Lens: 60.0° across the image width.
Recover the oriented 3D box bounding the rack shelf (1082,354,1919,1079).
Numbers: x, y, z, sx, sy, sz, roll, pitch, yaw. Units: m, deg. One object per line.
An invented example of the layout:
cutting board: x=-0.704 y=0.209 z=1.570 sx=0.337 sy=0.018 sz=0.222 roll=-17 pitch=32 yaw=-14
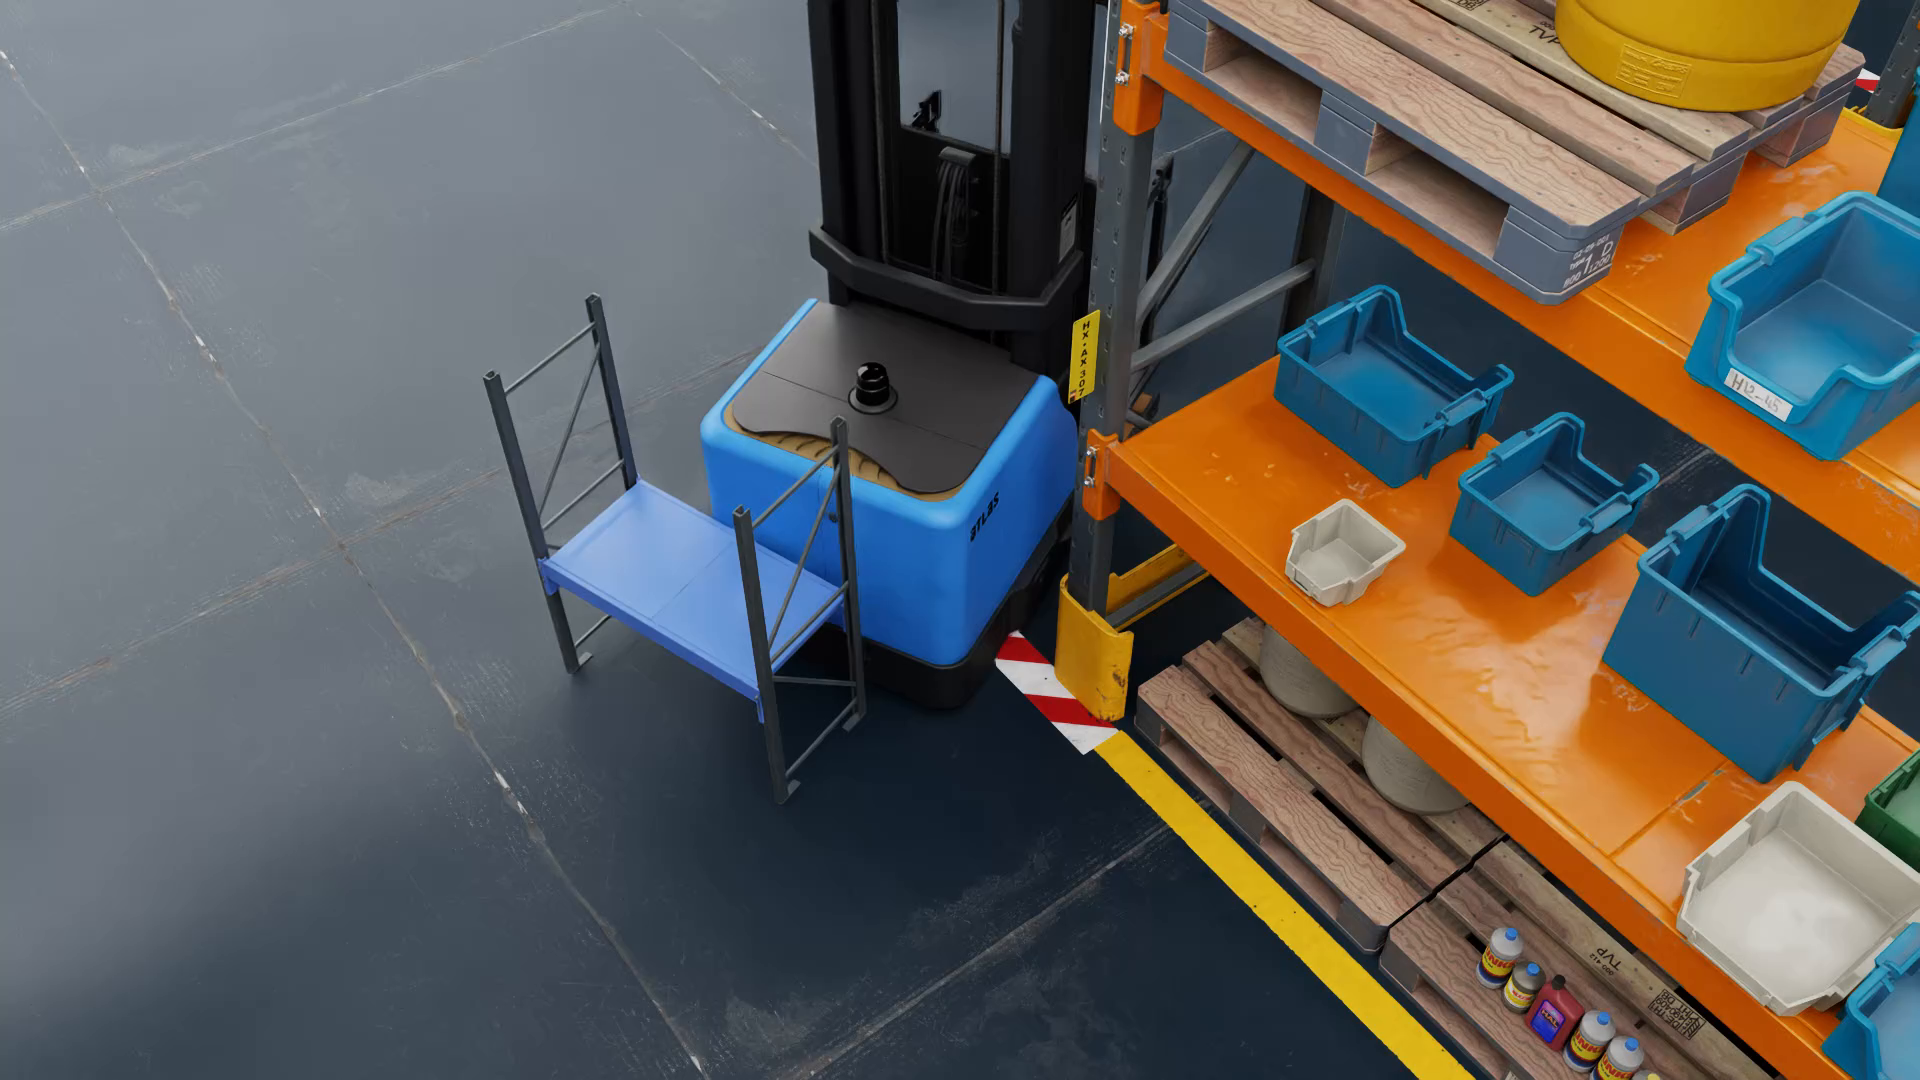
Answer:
rack shelf: x=2.027 y=0.717 z=4.560 sx=1.077 sy=0.370 sz=4.000 roll=-29 pitch=54 yaw=-24

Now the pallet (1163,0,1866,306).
pallet: x=1.239 y=-1.116 z=3.839 sx=1.003 sy=0.211 sz=1.213 roll=-29 pitch=54 yaw=-24

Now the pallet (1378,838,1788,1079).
pallet: x=2.121 y=1.457 z=5.286 sx=1.003 sy=0.211 sz=1.213 roll=-29 pitch=54 yaw=-24

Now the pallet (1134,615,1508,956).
pallet: x=1.387 y=0.738 z=5.938 sx=1.003 sy=0.211 sz=1.213 roll=-29 pitch=54 yaw=-24

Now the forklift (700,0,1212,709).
forklift: x=0.205 y=-1.467 z=6.100 sx=1.130 sy=2.935 sz=3.031 roll=20 pitch=51 yaw=18

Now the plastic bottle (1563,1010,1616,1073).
plastic bottle: x=1.873 y=1.476 z=4.931 sx=0.097 sy=0.271 sz=0.097 roll=0 pitch=48 yaw=0

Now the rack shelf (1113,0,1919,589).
rack shelf: x=2.027 y=-0.291 z=3.449 sx=1.077 sy=0.370 sz=4.000 roll=-29 pitch=54 yaw=-24

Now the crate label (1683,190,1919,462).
crate label: x=1.686 y=-0.410 z=3.171 sx=0.502 sy=0.251 sz=0.408 roll=-29 pitch=54 yaw=-24

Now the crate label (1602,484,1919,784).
crate label: x=2.146 y=0.248 z=4.475 sx=0.502 sy=0.435 sz=0.616 roll=-29 pitch=54 yaw=-24

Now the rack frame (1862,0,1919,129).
rack frame: x=4.760 y=-2.924 z=7.375 sx=1.000 sy=3.000 sz=0.127 roll=-29 pitch=54 yaw=-24

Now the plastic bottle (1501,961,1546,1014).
plastic bottle: x=1.728 y=1.358 z=5.085 sx=0.097 sy=0.201 sz=0.097 roll=0 pitch=48 yaw=0

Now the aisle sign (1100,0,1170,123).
aisle sign: x=0.539 y=-1.488 z=4.319 sx=0.394 sy=0.787 sz=0.004 roll=-29 pitch=54 yaw=-24

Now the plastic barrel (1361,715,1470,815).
plastic barrel: x=1.579 y=0.640 z=5.540 sx=0.421 sy=0.512 sz=0.421 roll=0 pitch=48 yaw=0

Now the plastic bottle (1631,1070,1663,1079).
plastic bottle: x=1.994 y=1.616 z=4.851 sx=0.097 sy=0.201 sz=0.097 roll=0 pitch=48 yaw=0

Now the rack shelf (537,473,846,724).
rack shelf: x=-0.918 y=0.185 z=5.812 sx=1.000 sy=0.185 sz=0.538 roll=27 pitch=53 yaw=23

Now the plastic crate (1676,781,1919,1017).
plastic crate: x=2.053 y=0.899 z=4.087 sx=0.530 sy=0.136 sz=0.437 roll=-29 pitch=54 yaw=-24

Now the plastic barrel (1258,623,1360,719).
plastic barrel: x=1.275 y=0.344 z=5.808 sx=0.421 sy=0.512 sz=0.421 roll=0 pitch=48 yaw=0

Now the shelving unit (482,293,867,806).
shelving unit: x=-0.918 y=0.064 z=5.678 sx=1.048 sy=1.500 sz=0.538 roll=27 pitch=53 yaw=23

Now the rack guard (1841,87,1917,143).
rack guard: x=4.746 y=-2.098 z=8.314 sx=1.175 sy=0.500 sz=0.348 roll=-29 pitch=54 yaw=-24

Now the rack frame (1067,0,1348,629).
rack frame: x=0.816 y=-0.704 z=5.362 sx=1.000 sy=3.000 sz=0.127 roll=-29 pitch=54 yaw=-24

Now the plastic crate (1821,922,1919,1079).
plastic crate: x=2.352 y=1.174 z=3.761 sx=0.499 sy=0.251 sz=0.616 roll=-29 pitch=54 yaw=-24

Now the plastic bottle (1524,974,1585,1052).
plastic bottle: x=1.788 y=1.411 z=4.981 sx=0.061 sy=0.283 sz=0.133 roll=-29 pitch=54 yaw=-23

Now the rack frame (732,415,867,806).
rack frame: x=-0.502 y=0.280 z=5.483 sx=0.032 sy=1.500 sz=0.500 roll=27 pitch=53 yaw=23

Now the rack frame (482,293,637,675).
rack frame: x=-1.335 y=-0.152 z=5.874 sx=0.032 sy=1.500 sz=0.500 roll=27 pitch=53 yaw=23

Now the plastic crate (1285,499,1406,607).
plastic crate: x=1.102 y=0.057 z=4.851 sx=0.298 sy=0.136 sz=0.250 roll=-29 pitch=54 yaw=-24

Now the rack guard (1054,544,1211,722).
rack guard: x=0.899 y=0.159 z=6.267 sx=1.175 sy=0.500 sz=0.348 roll=-29 pitch=54 yaw=-24

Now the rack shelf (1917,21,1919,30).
rack shelf: x=5.971 y=-1.503 z=6.572 sx=1.077 sy=0.370 sz=4.000 roll=-29 pitch=54 yaw=-24

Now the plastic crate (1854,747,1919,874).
plastic crate: x=2.641 y=0.799 z=4.143 sx=0.450 sy=0.188 sz=0.662 roll=-29 pitch=54 yaw=-24

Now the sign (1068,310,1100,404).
sign: x=0.375 y=-0.553 z=5.038 sx=0.100 sy=0.325 sz=0.005 roll=-29 pitch=54 yaw=-24

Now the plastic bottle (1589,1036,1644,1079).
plastic bottle: x=1.934 y=1.535 z=4.878 sx=0.097 sy=0.271 sz=0.097 roll=0 pitch=48 yaw=0

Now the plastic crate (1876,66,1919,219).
plastic crate: x=2.210 y=-0.717 z=3.360 sx=0.392 sy=0.384 sz=0.575 roll=-29 pitch=54 yaw=-24

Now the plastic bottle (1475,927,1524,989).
plastic bottle: x=1.666 y=1.273 z=5.114 sx=0.097 sy=0.271 sz=0.097 roll=0 pitch=48 yaw=0

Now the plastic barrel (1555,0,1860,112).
plastic barrel: x=1.607 y=-1.301 z=3.468 sx=0.600 sy=0.588 sz=0.600 roll=0 pitch=48 yaw=0

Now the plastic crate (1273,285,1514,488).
plastic crate: x=1.357 y=-0.493 z=5.272 sx=0.499 sy=0.251 sz=0.616 roll=-29 pitch=54 yaw=-24

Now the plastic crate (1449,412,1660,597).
plastic crate: x=1.746 y=-0.108 z=4.922 sx=0.499 sy=0.251 sz=0.408 roll=-29 pitch=54 yaw=-24
